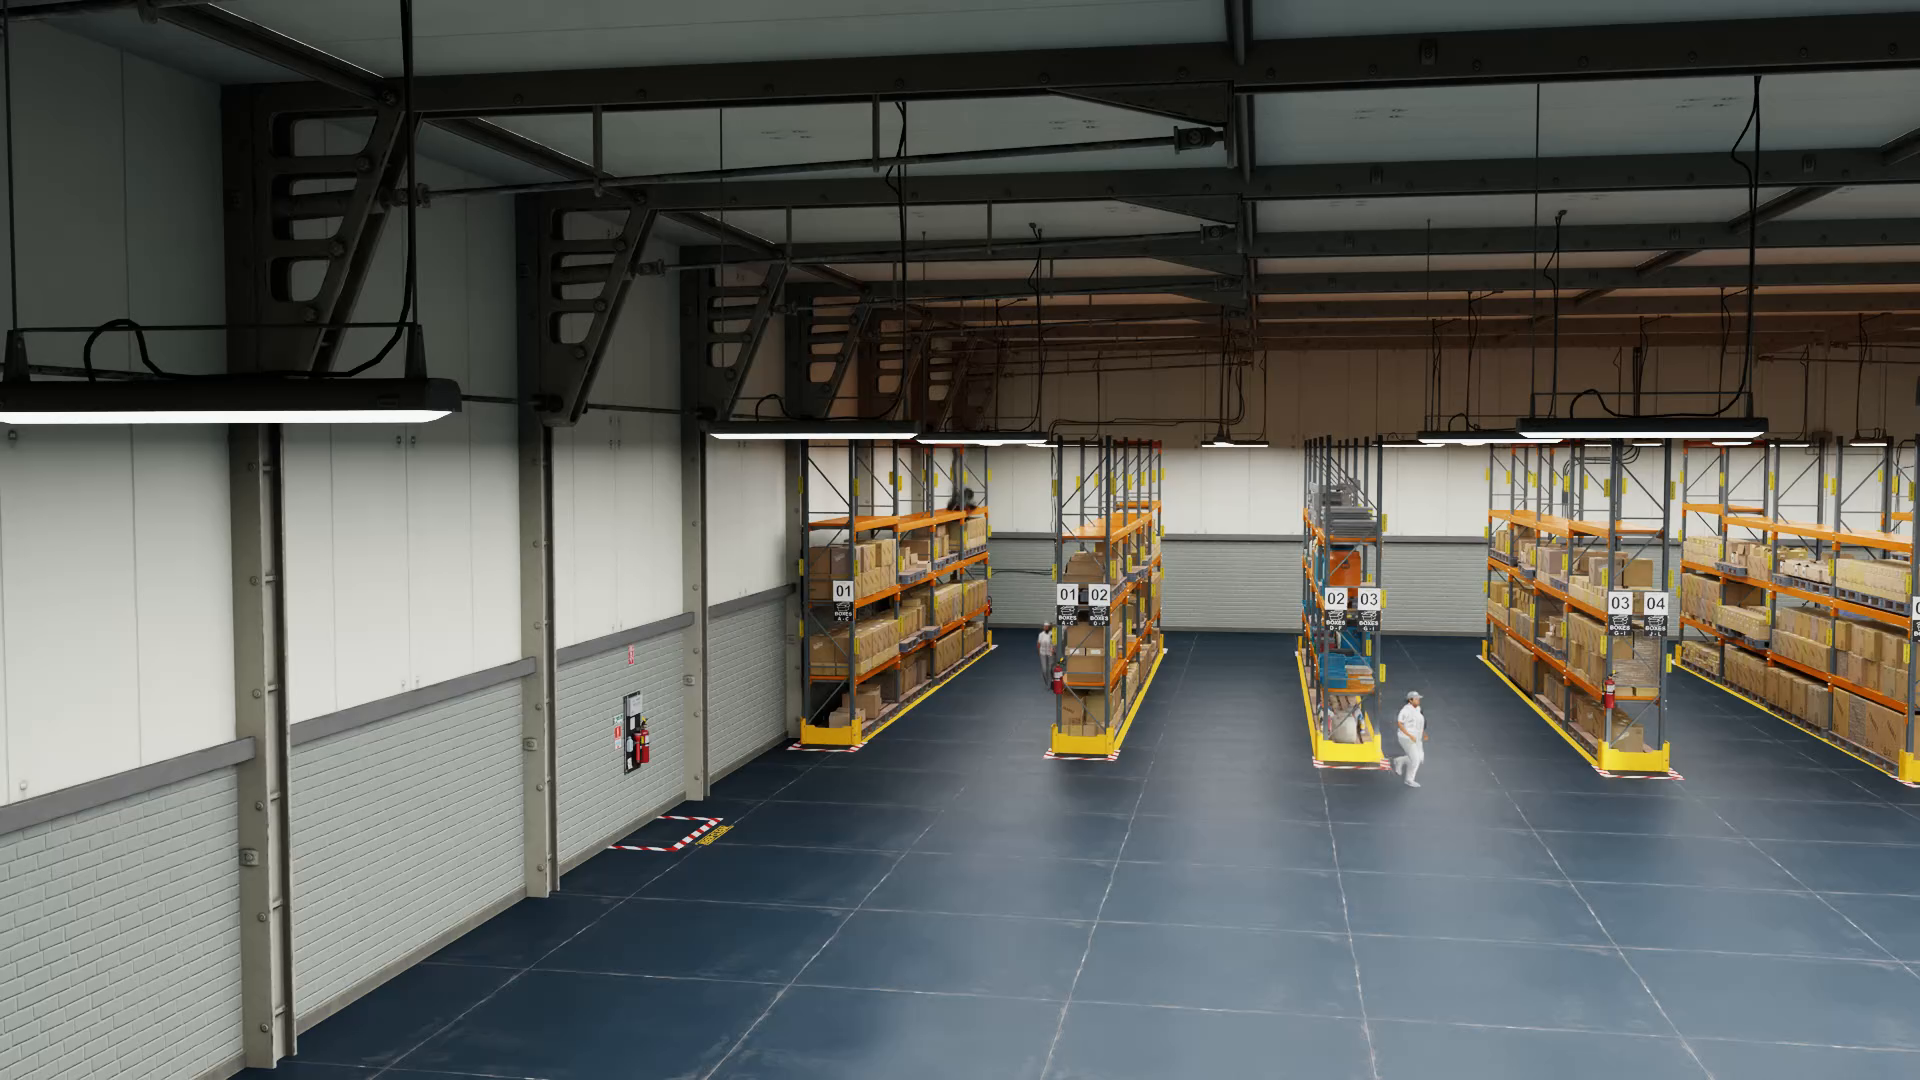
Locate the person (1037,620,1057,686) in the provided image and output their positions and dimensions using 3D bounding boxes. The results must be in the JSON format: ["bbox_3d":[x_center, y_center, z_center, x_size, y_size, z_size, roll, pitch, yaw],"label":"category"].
[{"bbox_3d":[2.086,2.711,39.771,0.555,1.587,0.496,1,3,17],"label":"person"}]

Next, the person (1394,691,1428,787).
[{"bbox_3d":[7.651,3.386,28.489,0.596,1.621,0.590,3,4,45],"label":"person"}]
